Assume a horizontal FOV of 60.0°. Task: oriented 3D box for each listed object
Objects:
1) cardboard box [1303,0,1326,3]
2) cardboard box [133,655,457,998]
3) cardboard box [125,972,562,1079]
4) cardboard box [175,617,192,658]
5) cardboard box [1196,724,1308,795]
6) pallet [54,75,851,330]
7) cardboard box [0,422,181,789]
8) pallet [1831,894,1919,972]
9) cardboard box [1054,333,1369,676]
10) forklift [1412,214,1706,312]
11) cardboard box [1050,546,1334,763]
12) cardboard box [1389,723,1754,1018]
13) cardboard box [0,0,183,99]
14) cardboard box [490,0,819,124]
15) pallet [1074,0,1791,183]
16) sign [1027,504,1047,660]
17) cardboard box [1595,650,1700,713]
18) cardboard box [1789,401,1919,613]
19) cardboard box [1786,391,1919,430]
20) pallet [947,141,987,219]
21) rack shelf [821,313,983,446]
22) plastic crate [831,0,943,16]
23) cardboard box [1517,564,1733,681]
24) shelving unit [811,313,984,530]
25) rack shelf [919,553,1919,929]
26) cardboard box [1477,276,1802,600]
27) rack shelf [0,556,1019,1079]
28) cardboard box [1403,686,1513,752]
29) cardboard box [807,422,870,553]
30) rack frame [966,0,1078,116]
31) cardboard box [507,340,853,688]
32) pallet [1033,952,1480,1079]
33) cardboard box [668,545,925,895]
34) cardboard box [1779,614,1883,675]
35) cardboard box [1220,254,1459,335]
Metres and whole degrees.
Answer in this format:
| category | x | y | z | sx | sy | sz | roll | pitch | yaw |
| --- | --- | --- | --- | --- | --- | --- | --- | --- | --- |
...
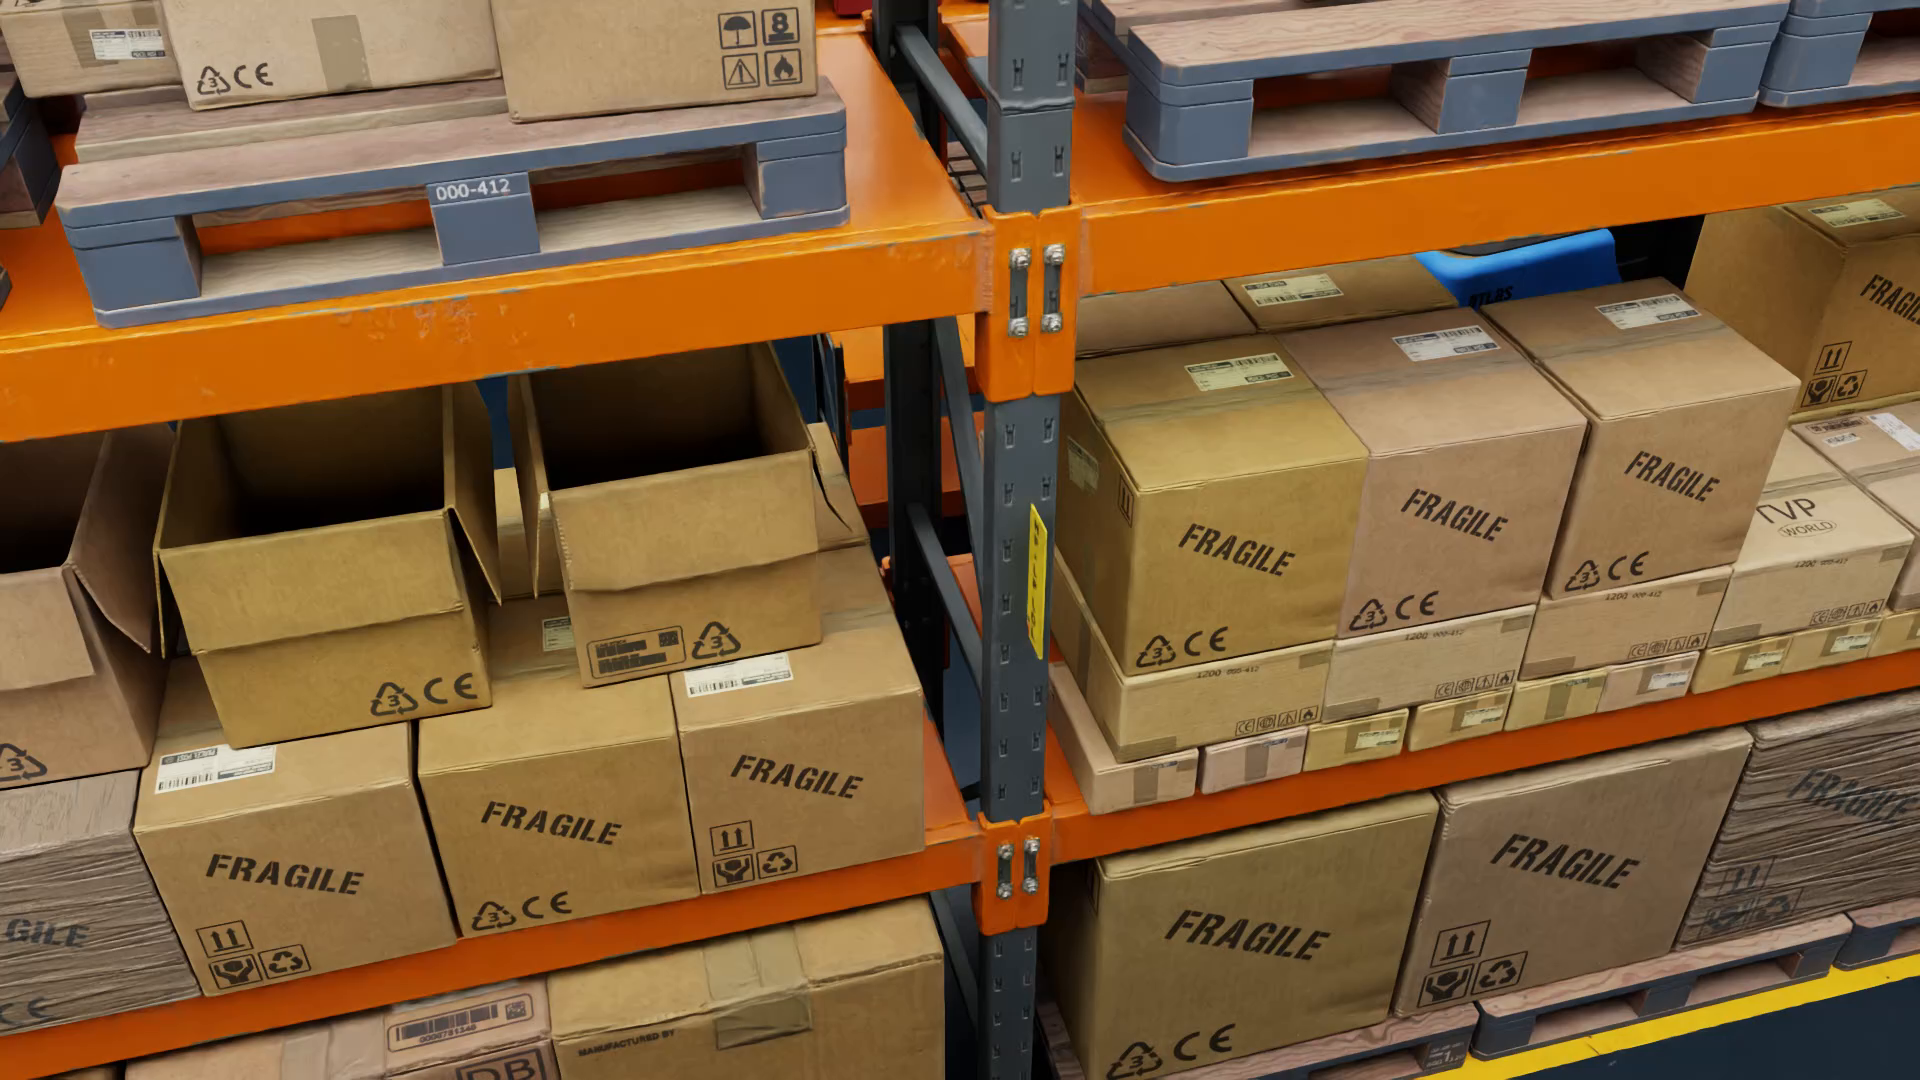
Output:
| category | x | y | z | sx | sy | sz | roll | pitch | yaw |
| --- | --- | --- | --- | --- | --- | --- | --- | --- | --- |
| cardboard box | 0.739 | -1.401 | 3.134 | 0.500 | 0.500 | 0.700 | -12 | 39 | -15 |
| cardboard box | -1.363 | 0.551 | 3.478 | 0.500 | 0.500 | 0.500 | -10 | 38 | -12 |
| cardboard box | -1.476 | 1.128 | 4.210 | 0.875 | 0.875 | 1.225 | -11 | 39 | -14 |
| cardboard box | -1.478 | 0.241 | 3.883 | 0.500 | 0.500 | 0.500 | -10 | 39 | -13 |
| cardboard box | 0.625 | 0.402 | 3.962 | 0.250 | 0.149 | 0.380 | -11 | 39 | -13 |
| pallet | -0.873 | -0.746 | 2.944 | 1.217 | 0.209 | 0.805 | -11 | 39 | -14 |
| cardboard box | -1.877 | 0.073 | 3.278 | 0.637 | 0.503 | 0.797 | -8 | 38 | -10 |
| pallet | 3.109 | 0.842 | 5.475 | 1.213 | 0.211 | 1.003 | -9 | 38 | -12 |
| cardboard box | 0.528 | -0.087 | 3.656 | 0.500 | 0.500 | 0.500 | -9 | 38 | -12 |
| forklift | 3.034 | -1.979 | 6.925 | 3.031 | 2.935 | 1.130 | -15 | 40 | -19 |
| cardboard box | 0.521 | 0.216 | 3.877 | 0.500 | 0.250 | 0.500 | -10 | 39 | -13 |
| cardboard box | 1.526 | 0.673 | 4.805 | 0.875 | 0.875 | 0.875 | -9 | 38 | -12 |
| cardboard box | -1.477 | -0.915 | 2.869 | 0.250 | 0.149 | 0.380 | -11 | 39 | -14 |
| cardboard box | -0.558 | -1.104 | 2.828 | 0.500 | 0.500 | 0.700 | -8 | 38 | -11 |
| pallet | 0.792 | -1.084 | 3.302 | 1.213 | 0.211 | 1.003 | -9 | 38 | -12 |
| sign | 0.150 | 0.084 | 3.284 | 0.005 | 0.325 | 0.100 | -9 | 38 | -12 |
| cardboard box | 1.623 | 0.238 | 4.177 | 0.250 | 0.149 | 0.380 | -9 | 38 | -11 |
| cardboard box | 2.481 | -0.103 | 4.295 | 0.500 | 0.250 | 0.500 | -11 | 39 | -13 |
| cardboard box | 2.341 | -0.415 | 4.702 | 0.500 | 0.250 | 0.500 | -11 | 39 | -13 |
| pallet | 0.588 | -1.937 | 9.108 | 1.213 | 0.211 | 1.003 | -9 | 38 | -12 |
| rack shelf | 0.007 | -0.680 | 6.232 | 1.000 | 0.278 | 0.538 | -9 | 38 | -12 |
| plastic crate | -0.365 | -2.753 | 7.778 | 0.583 | 0.464 | 0.402 | -9 | 38 | -12 |
| cardboard box | 1.501 | 0.055 | 4.088 | 0.500 | 0.250 | 0.500 | -8 | 38 | -11 |
| shelving unit | 0.007 | -0.448 | 6.410 | 1.048 | 1.125 | 0.538 | -9 | 38 | -12 |
| rack shelf | 1.930 | 0.165 | 4.658 | 4.000 | 0.370 | 1.077 | -9 | 38 | -12 |
| cardboard box | 1.507 | -0.245 | 3.863 | 0.500 | 0.500 | 0.500 | -10 | 39 | -13 |
| rack shelf | -1.932 | 0.798 | 3.830 | 4.000 | 0.370 | 1.077 | -9 | 38 | -12 |
| cardboard box | 1.133 | 0.317 | 4.073 | 0.250 | 0.149 | 0.380 | -10 | 39 | -13 |
| cardboard box | -0.510 | 0.082 | 4.091 | 0.500 | 0.500 | 0.500 | -9 | 38 | -12 |
| rack frame | -0.001 | -2.187 | 2.203 | 0.127 | 3.000 | 1.000 | -9 | 38 | -12 |
| cardboard box | -0.615 | -0.136 | 3.552 | 0.637 | 0.503 | 0.797 | -10 | 39 | -13 |
| pallet | 0.754 | 1.229 | 4.970 | 1.213 | 0.211 | 1.003 | -9 | 38 | -12 |
| cardboard box | -0.381 | 0.390 | 3.689 | 0.500 | 0.500 | 0.500 | -9 | 38 | -12 |
| cardboard box | 2.127 | 0.153 | 4.287 | 0.250 | 0.149 | 0.380 | -9 | 38 | -11 |
| cardboard box | 0.858 | -0.467 | 4.154 | 0.500 | 0.500 | 0.500 | -9 | 38 | -11 |
